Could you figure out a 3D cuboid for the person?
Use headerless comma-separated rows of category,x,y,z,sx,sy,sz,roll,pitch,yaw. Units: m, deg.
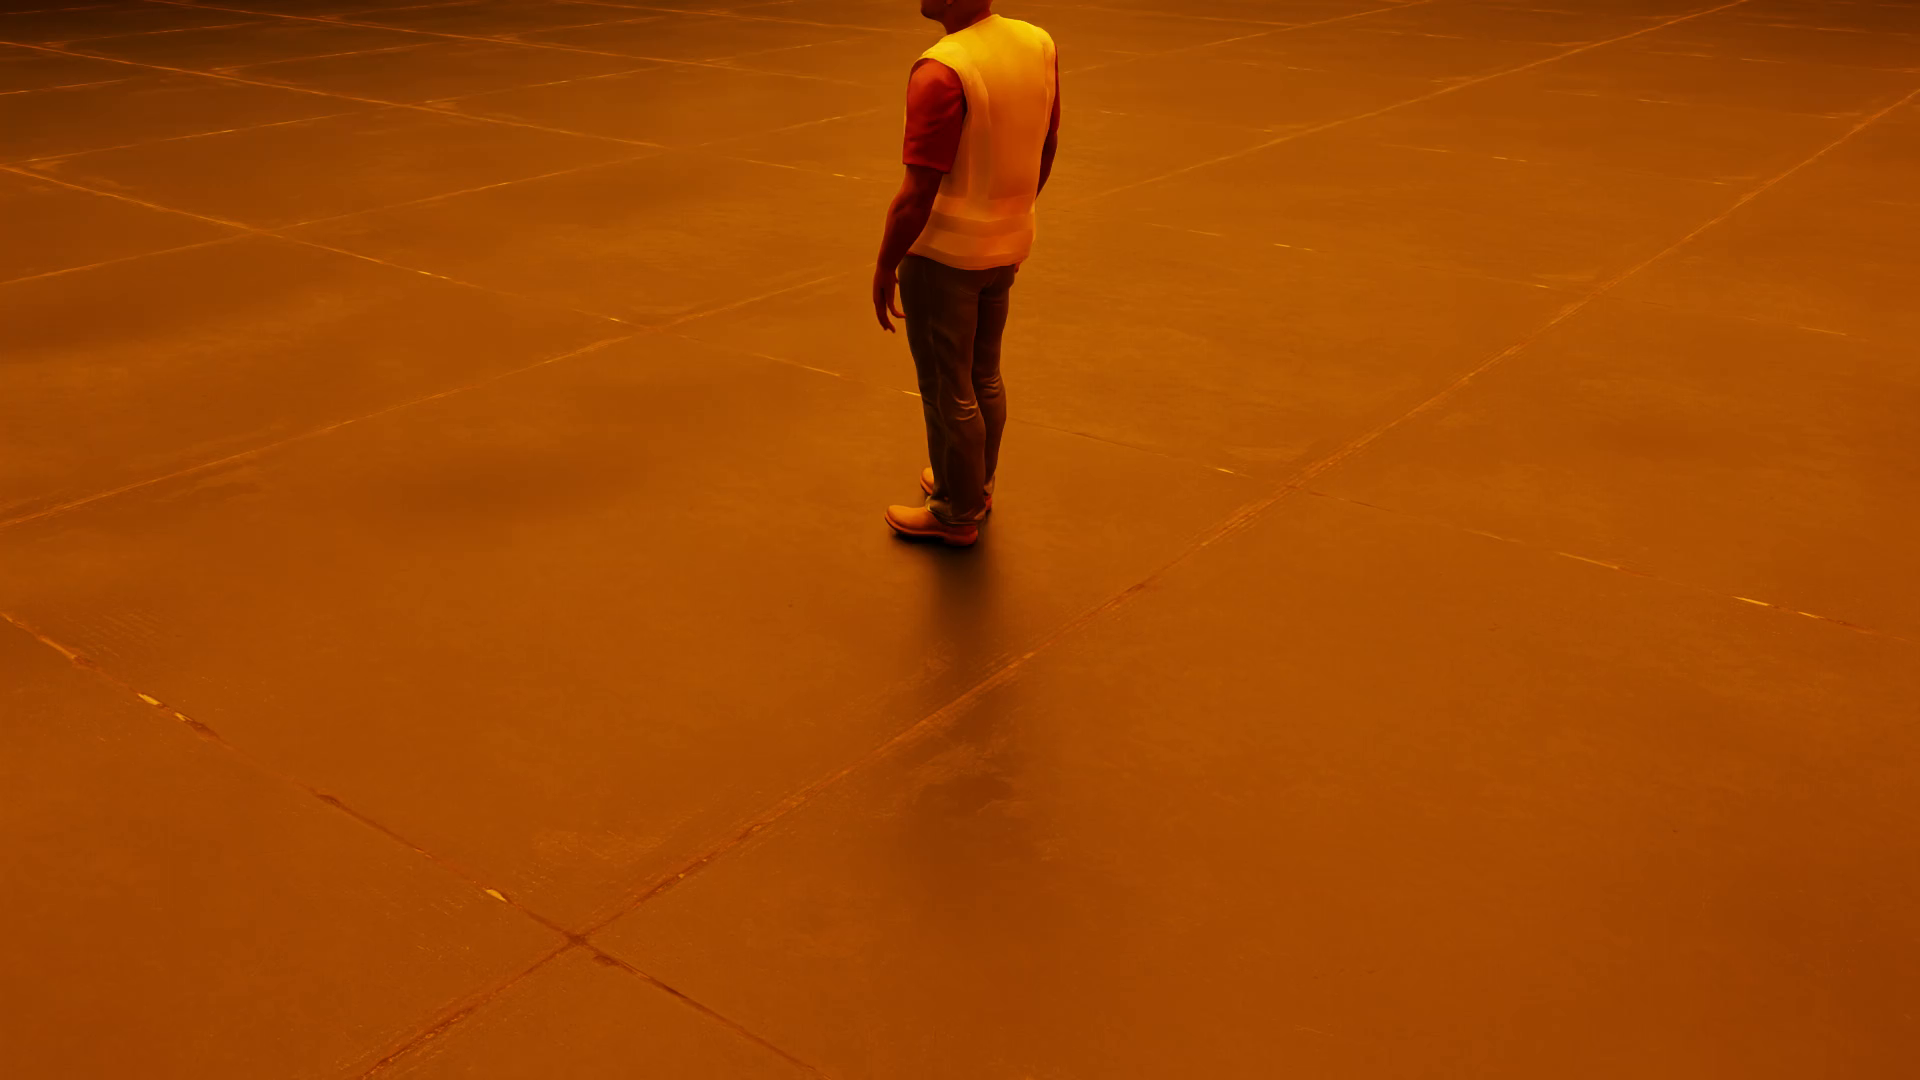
person,-0.051,-0.836,4.703,0.577,1.765,0.665,17,29,34
